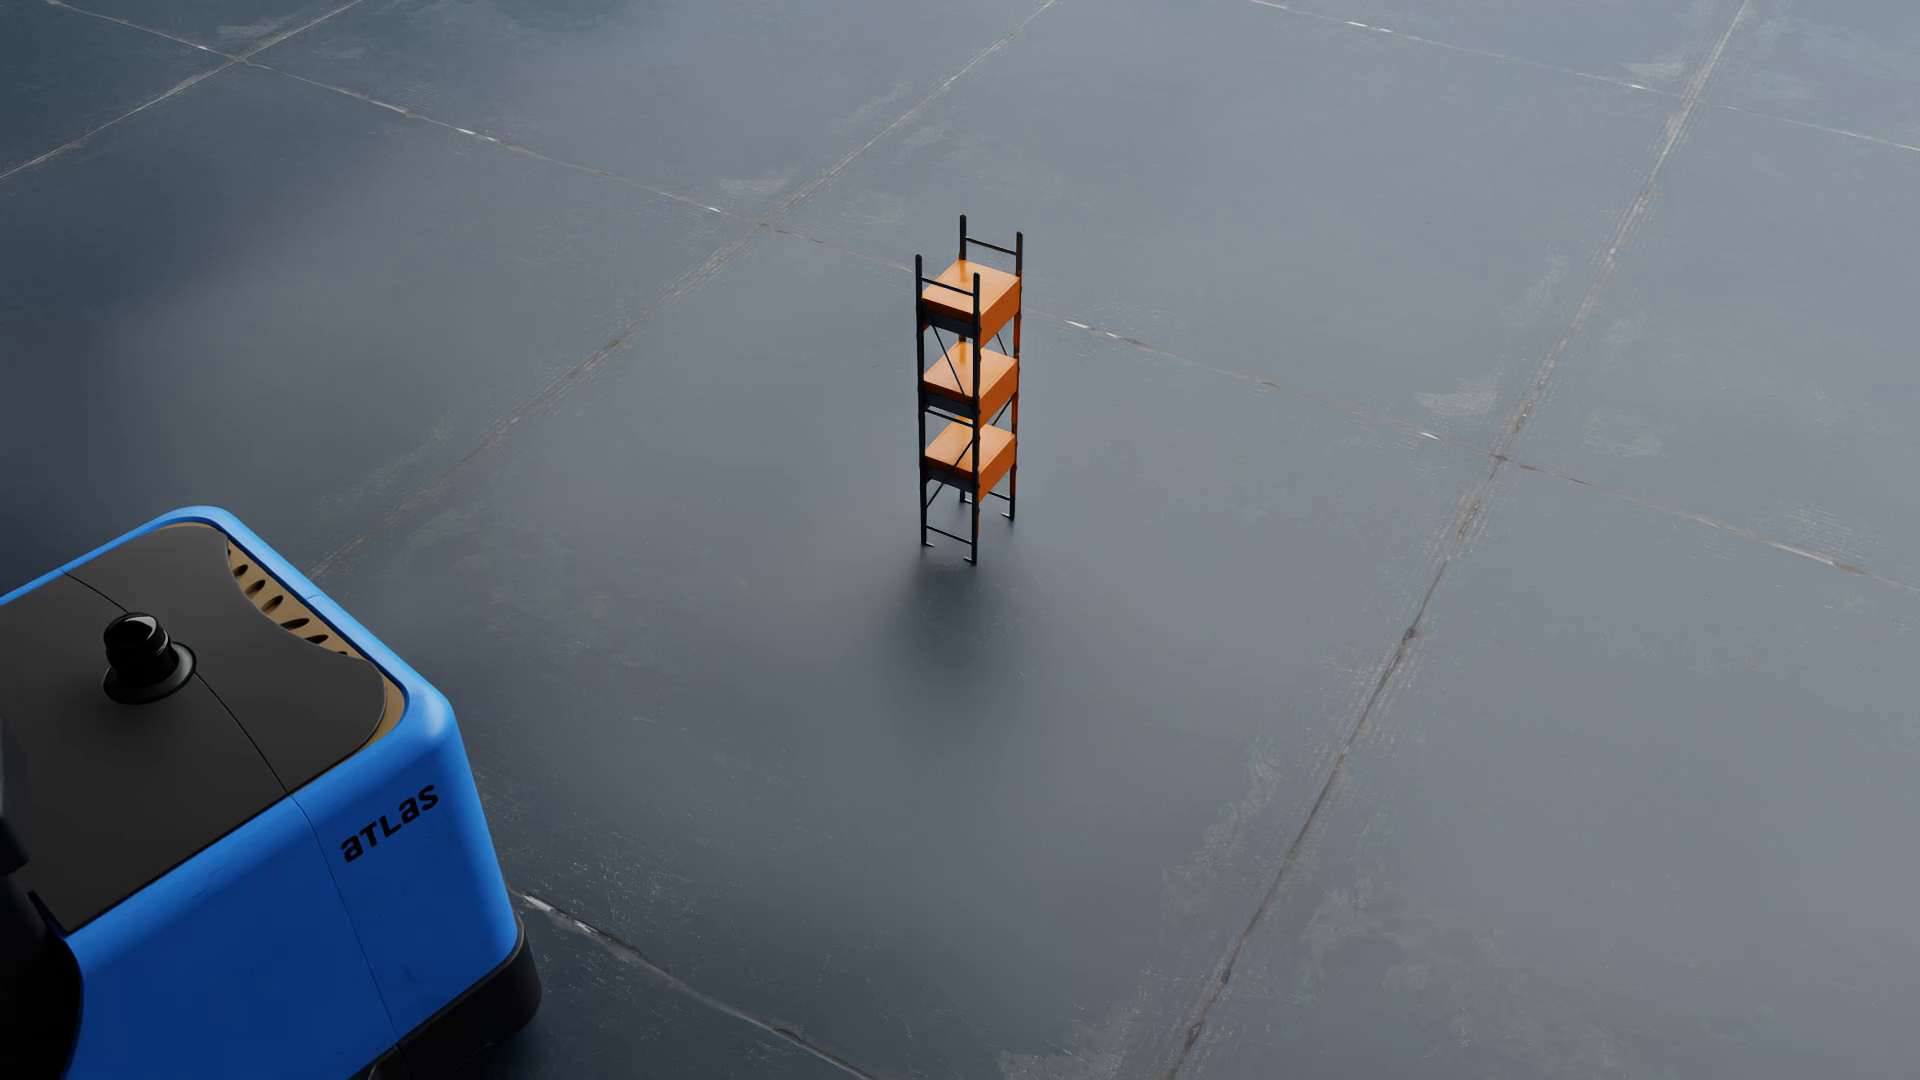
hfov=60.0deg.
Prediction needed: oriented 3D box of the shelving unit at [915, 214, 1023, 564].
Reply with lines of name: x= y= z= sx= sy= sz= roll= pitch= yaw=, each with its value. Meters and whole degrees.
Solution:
shelving unit: x=0.027 y=-0.425 z=4.938 sx=0.215 sy=1.050 sz=0.252 roll=21 pitch=45 yaw=22

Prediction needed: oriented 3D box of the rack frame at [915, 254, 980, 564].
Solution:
rack frame: x=-0.034 y=-0.355 z=4.859 sx=0.200 sy=1.050 sz=0.008 roll=21 pitch=45 yaw=22

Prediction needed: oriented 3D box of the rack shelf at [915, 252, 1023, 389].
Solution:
rack shelf: x=0.027 y=-0.630 z=4.757 sx=0.215 sy=0.259 sz=0.240 roll=21 pitch=45 yaw=22

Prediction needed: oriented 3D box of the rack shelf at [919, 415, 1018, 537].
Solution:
rack shelf: x=0.027 y=-0.208 z=5.128 sx=0.215 sy=0.259 sz=0.240 roll=21 pitch=45 yaw=22

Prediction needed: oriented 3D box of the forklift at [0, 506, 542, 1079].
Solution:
forklift: x=-2.352 y=0.535 z=2.425 sx=1.130 sy=2.935 sz=3.031 roll=31 pitch=50 yaw=31

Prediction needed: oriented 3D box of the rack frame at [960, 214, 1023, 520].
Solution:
rack frame: x=0.088 y=-0.494 z=5.017 sx=0.200 sy=1.050 sz=0.008 roll=21 pitch=45 yaw=22

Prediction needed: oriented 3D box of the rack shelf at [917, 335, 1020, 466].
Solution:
rack shelf: x=0.027 y=-0.417 z=4.945 sx=0.215 sy=0.259 sz=0.240 roll=21 pitch=45 yaw=22
